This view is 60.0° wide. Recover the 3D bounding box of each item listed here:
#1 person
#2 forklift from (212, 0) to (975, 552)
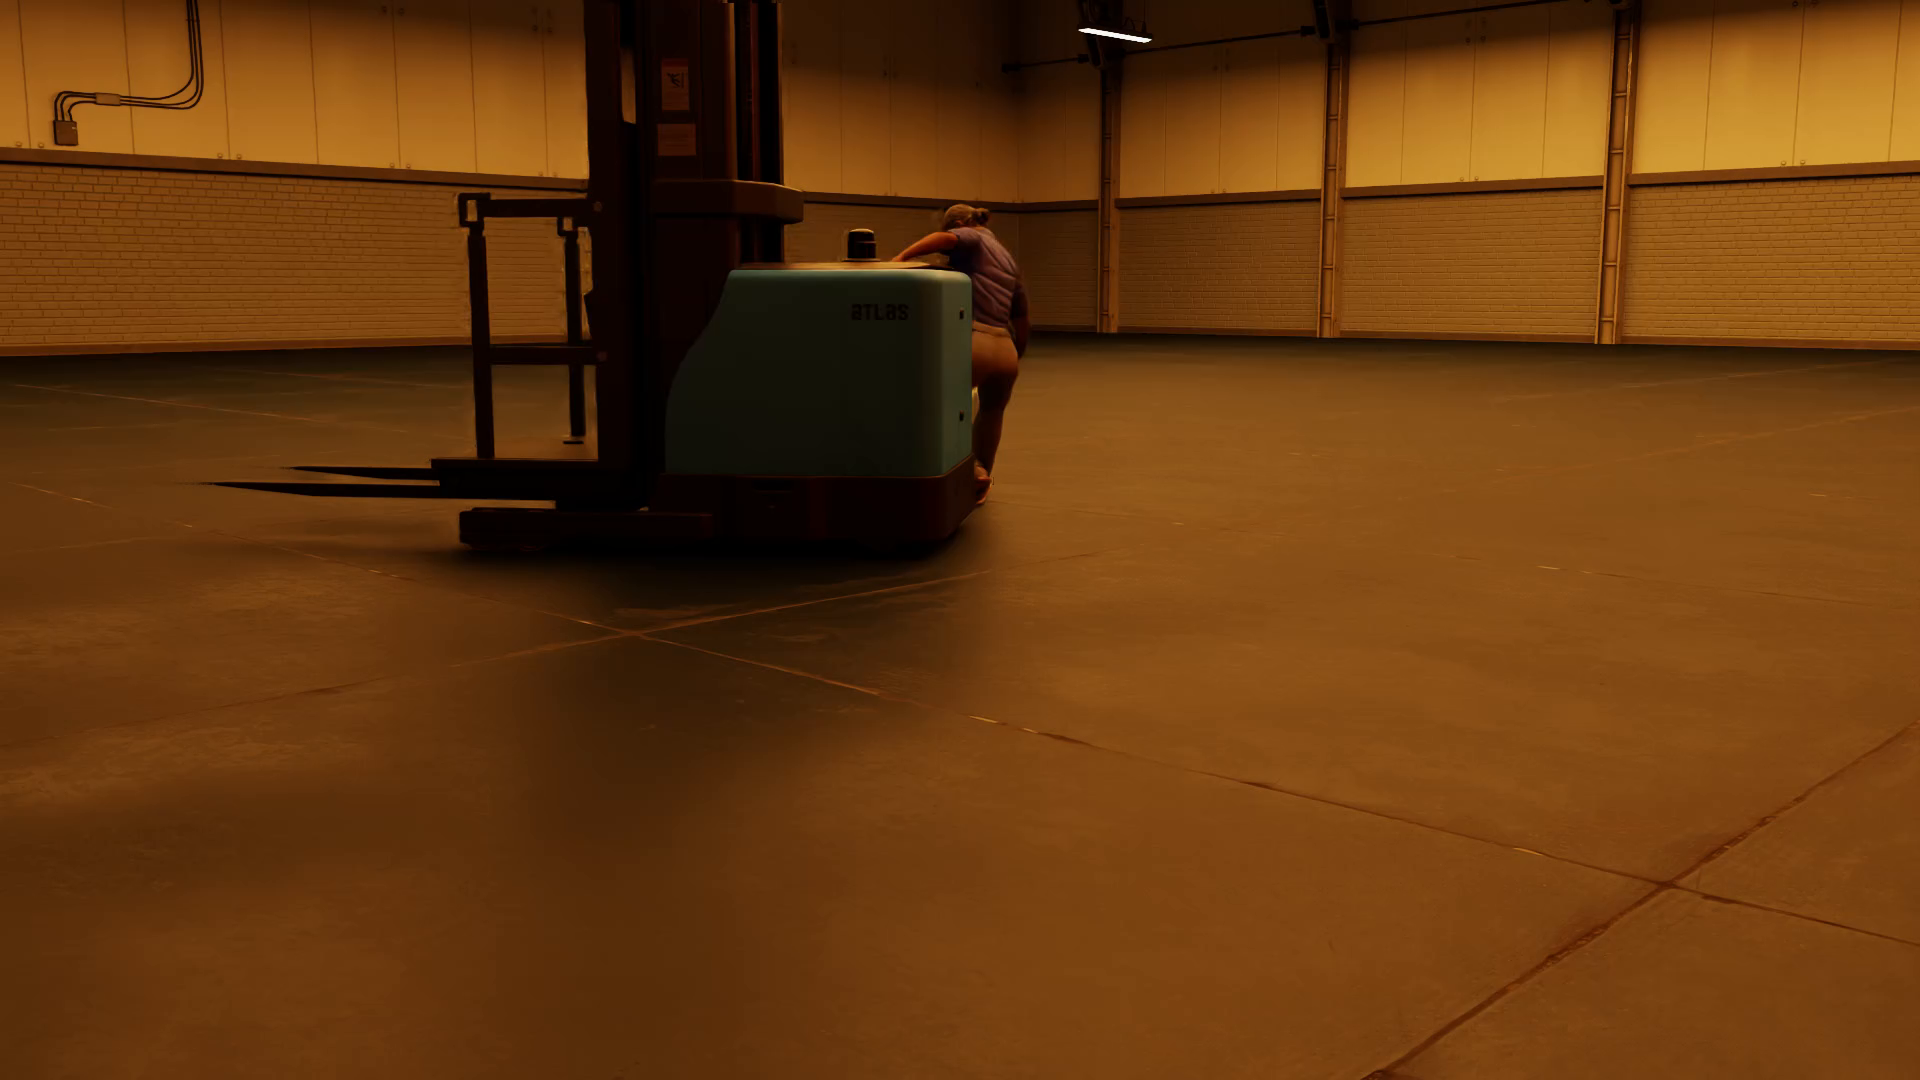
[{"bbox_3d":[-0.021,-0.794,7.358,1.097,1.387,0.751,-8,12,-42],"label":"person"},{"bbox_3d":[-1.496,-1.478,6.689,3.031,2.935,1.130,1,9,8],"label":"forklift"}]
